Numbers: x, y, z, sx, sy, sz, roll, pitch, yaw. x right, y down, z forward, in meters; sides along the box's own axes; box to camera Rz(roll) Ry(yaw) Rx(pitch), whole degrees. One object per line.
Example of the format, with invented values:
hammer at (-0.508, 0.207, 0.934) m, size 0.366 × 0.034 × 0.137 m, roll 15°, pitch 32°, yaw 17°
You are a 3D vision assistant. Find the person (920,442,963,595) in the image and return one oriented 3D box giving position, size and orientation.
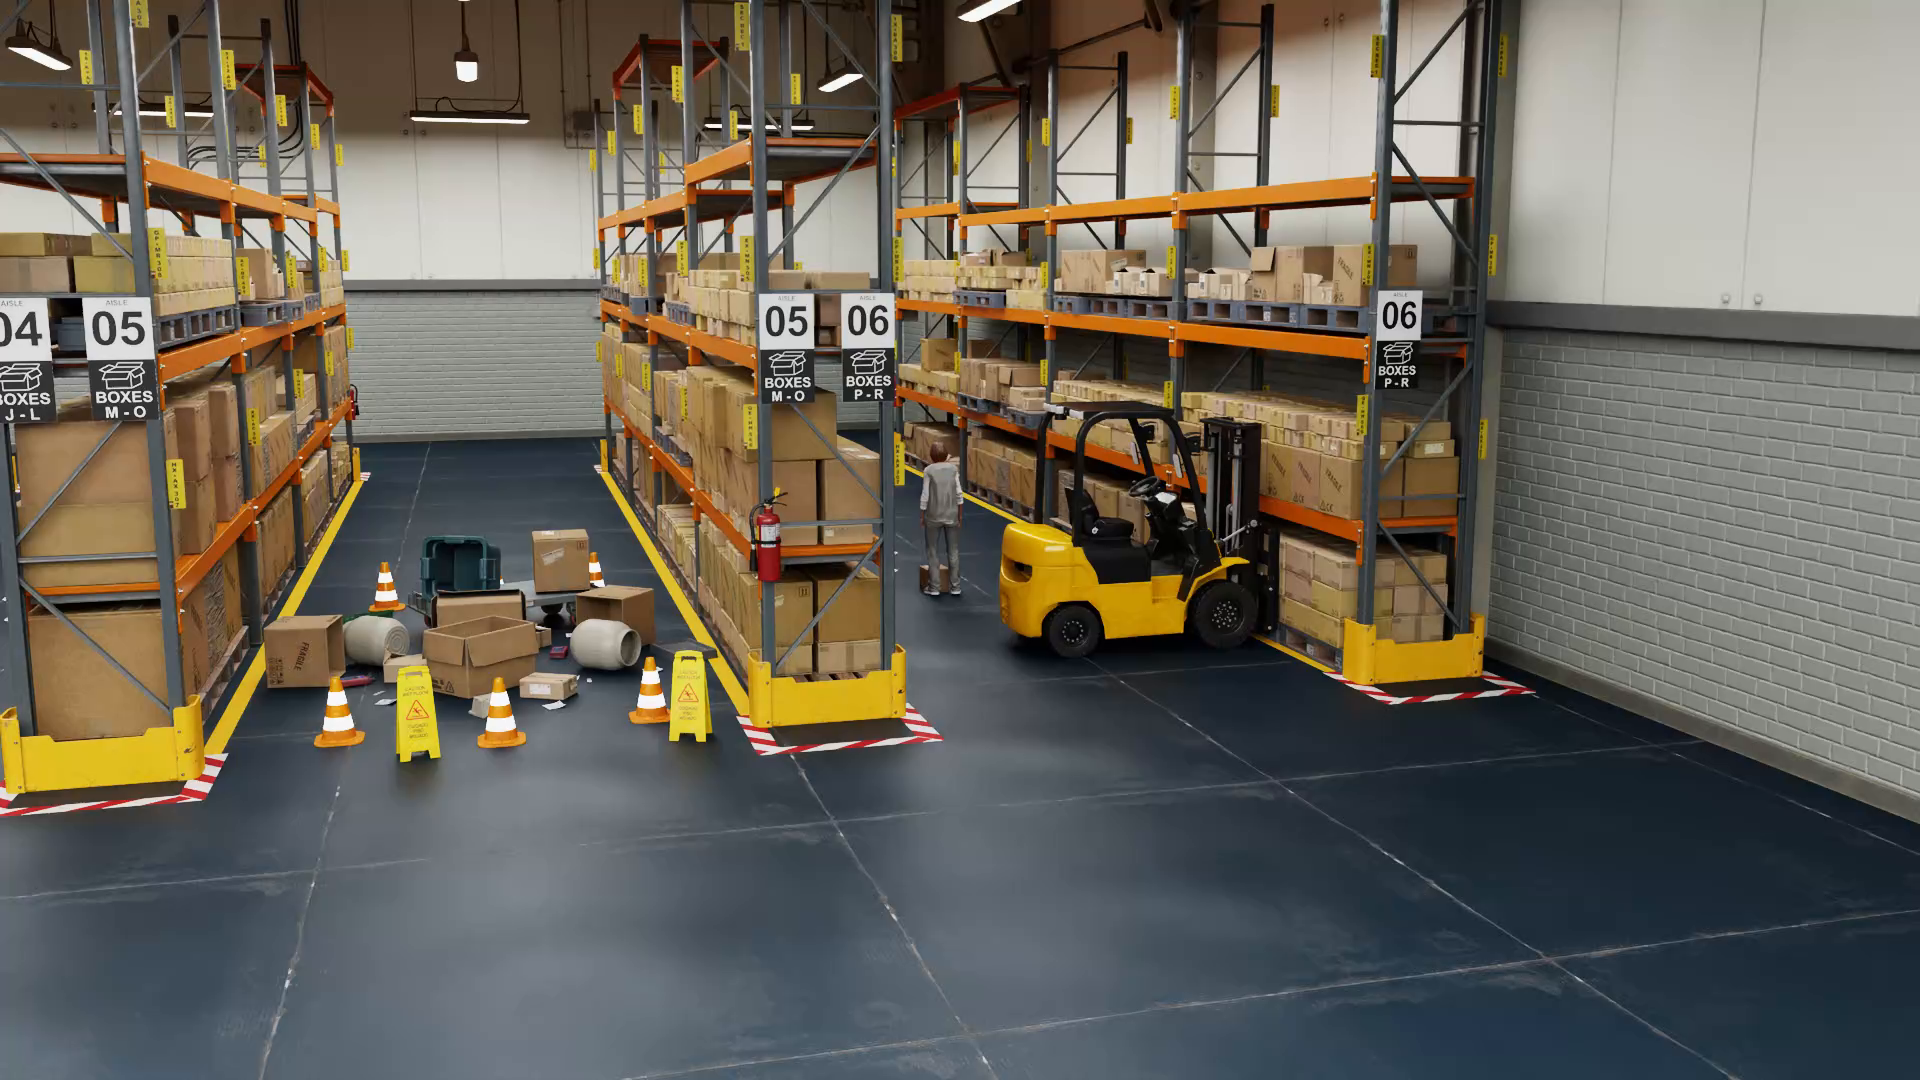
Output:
person at (-0.196, -0.217, 17.214) m, size 0.459 × 1.593 × 0.369 m, roll -3°, pitch 10°, yaw -16°
